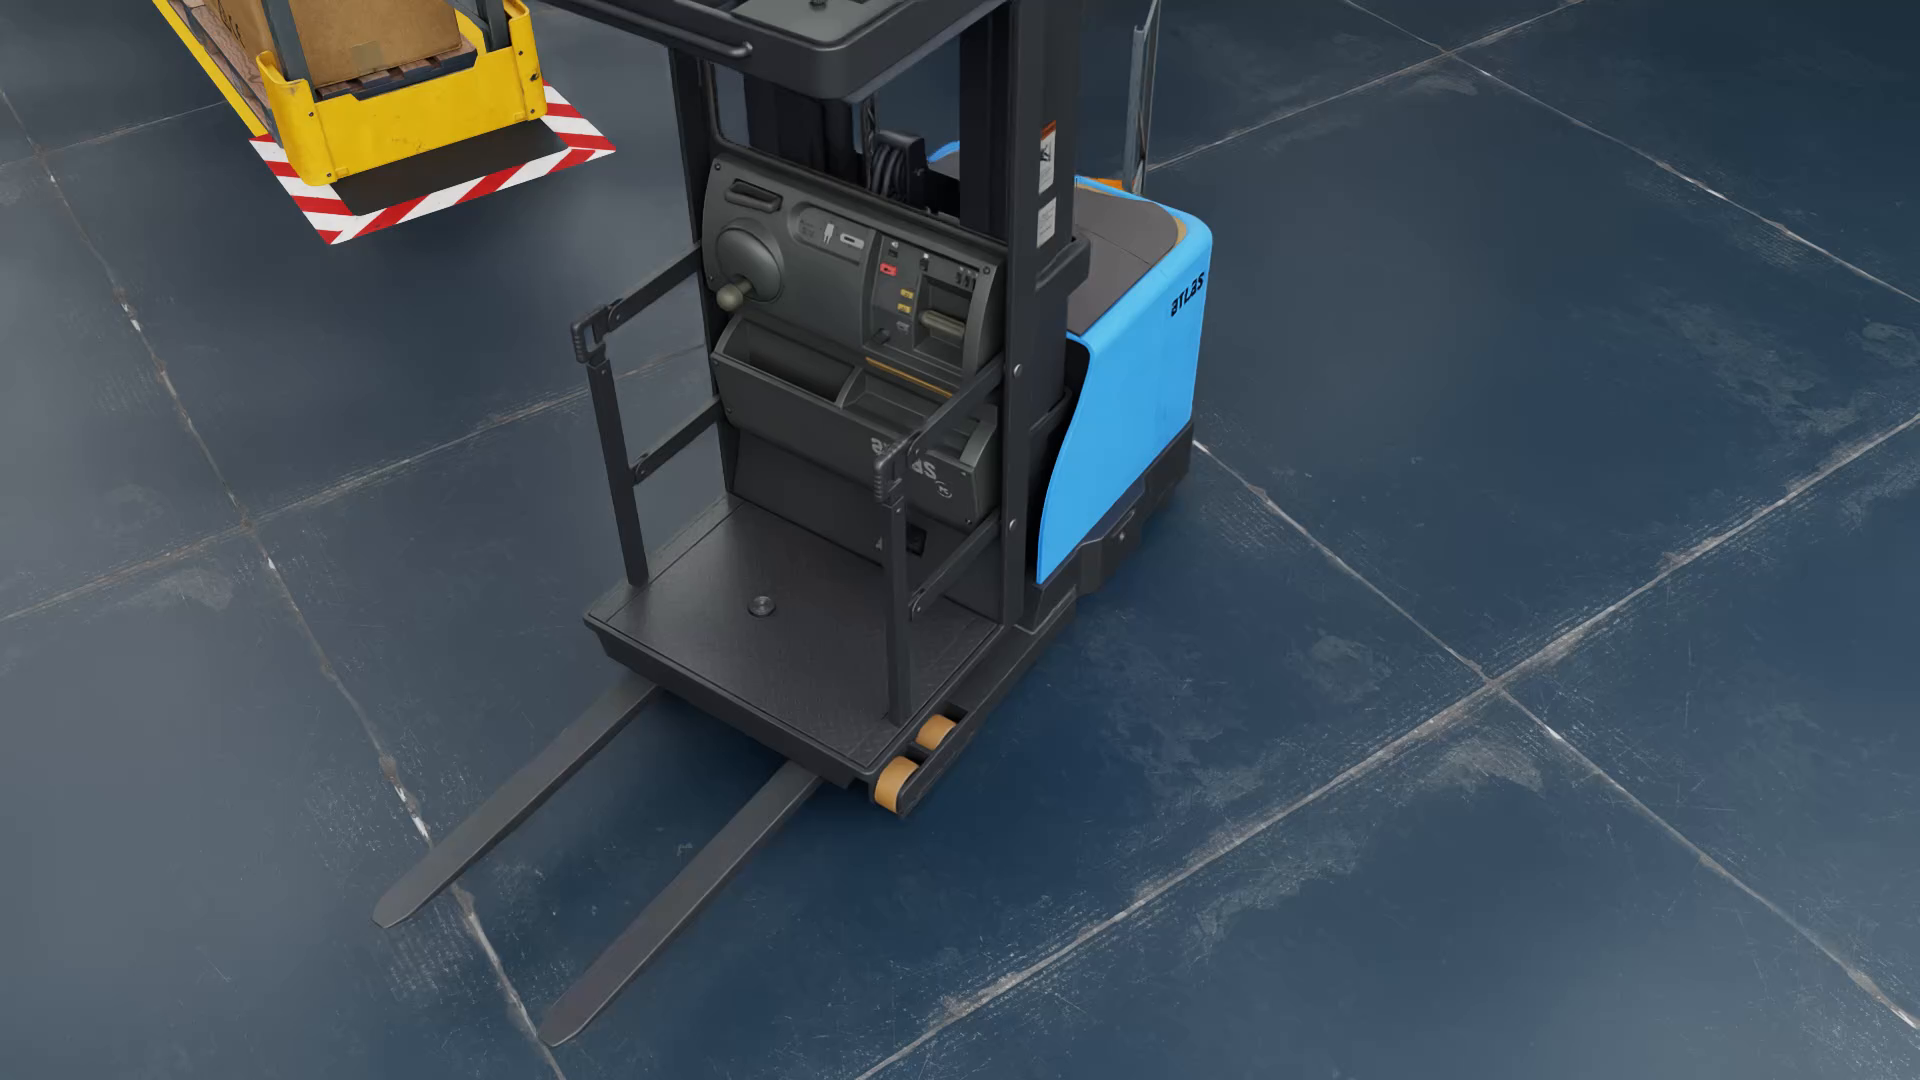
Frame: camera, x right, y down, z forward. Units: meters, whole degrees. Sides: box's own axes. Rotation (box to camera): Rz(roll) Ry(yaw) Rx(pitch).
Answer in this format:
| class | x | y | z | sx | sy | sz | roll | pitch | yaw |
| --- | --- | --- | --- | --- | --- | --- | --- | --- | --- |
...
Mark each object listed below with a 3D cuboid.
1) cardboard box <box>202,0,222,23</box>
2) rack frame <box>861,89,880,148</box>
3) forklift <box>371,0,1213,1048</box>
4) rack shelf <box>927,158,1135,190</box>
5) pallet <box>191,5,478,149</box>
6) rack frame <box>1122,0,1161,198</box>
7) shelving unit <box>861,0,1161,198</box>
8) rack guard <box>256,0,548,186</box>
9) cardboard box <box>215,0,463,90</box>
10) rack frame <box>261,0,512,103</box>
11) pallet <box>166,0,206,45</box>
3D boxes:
| class | x | y | z | sx | sy | sz | roll | pitch | yaw |
| --- | --- | --- | --- | --- | --- | --- | --- | --- | --- |
| cardboard box | -3.465 | -3.221 | 8.187 | 0.875 | 0.875 | 0.875 | -26 | 50 | -25 |
| rack frame | -0.371 | -1.389 | 6.119 | 0.032 | 1.500 | 0.500 | 9 | 44 | 9 |
| forklift | -0.428 | -0.636 | 4.294 | 1.130 | 2.935 | 3.031 | 25 | 49 | 24 |
| rack shelf | 0.124 | -1.182 | 6.162 | 1.000 | 0.185 | 0.538 | 9 | 44 | 9 |
| pallet | -3.040 | -2.396 | 8.107 | 1.003 | 0.211 | 1.213 | -26 | 49 | -24 |
| rack frame | 0.620 | -1.235 | 5.957 | 0.032 | 1.500 | 0.500 | 9 | 44 | 9 |
| shelving unit | 0.116 | -1.313 | 6.040 | 1.083 | 1.500 | 0.587 | 9 | 44 | 9 |
| rack guard | -2.504 | -2.065 | 7.551 | 1.175 | 0.500 | 0.348 | -26 | 49 | -24 |
| cardboard box | -2.960 | -2.724 | 7.665 | 0.875 | 0.875 | 0.875 | -25 | 49 | -24 |
| rack frame | -2.518 | -2.982 | 6.702 | 1.000 | 3.000 | 0.127 | -26 | 49 | -24 |
| pallet | -3.733 | -3.086 | 8.830 | 1.003 | 0.211 | 1.213 | -26 | 49 | -24 |
